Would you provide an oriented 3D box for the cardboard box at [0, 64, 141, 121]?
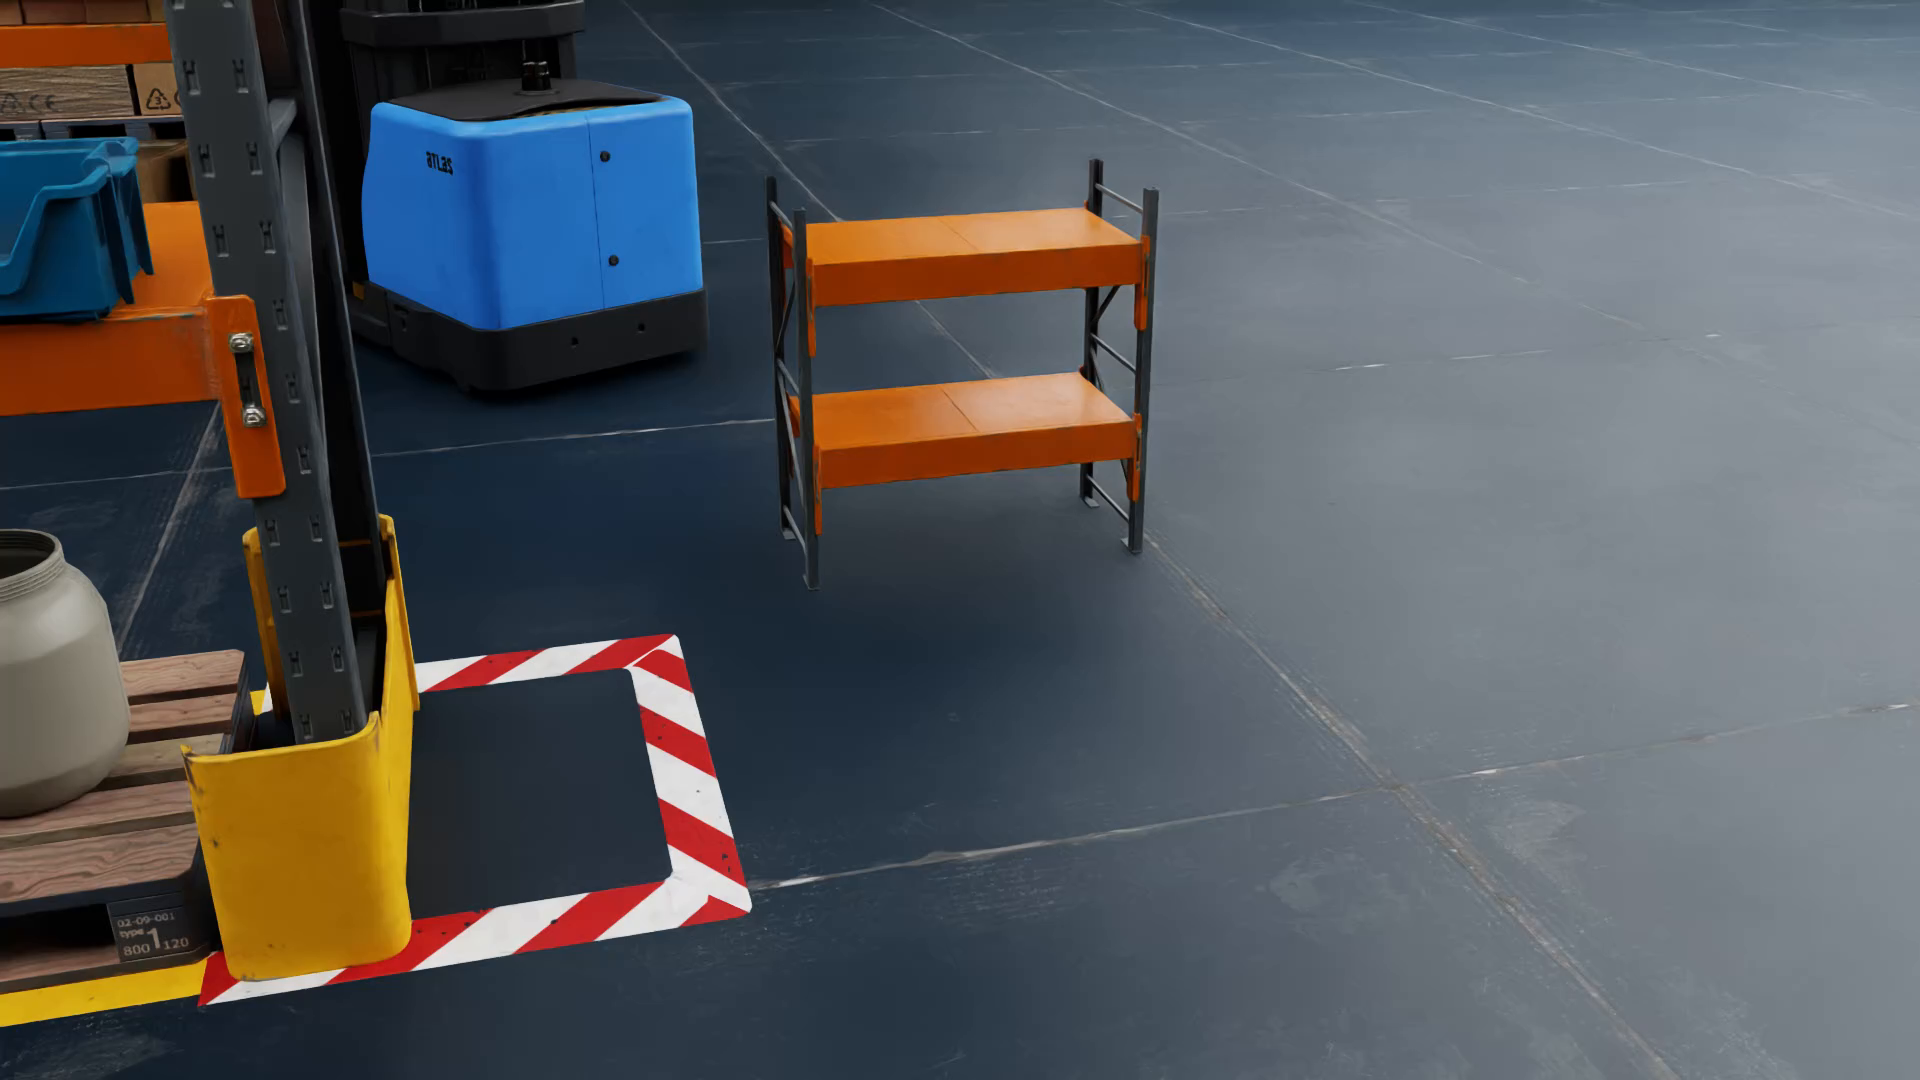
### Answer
[{"bbox_3d":[-6.301,-3.479,11.717,0.875,0.875,0.875,-6,24,-14],"label":"cardboard box"}]

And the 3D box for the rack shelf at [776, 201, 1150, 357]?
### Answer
[{"bbox_3d":[-0.007,-0.785,4.911,1.000,0.278,0.538,-6,24,-14],"label":"rack shelf"}]

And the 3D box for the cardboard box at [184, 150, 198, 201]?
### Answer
[{"bbox_3d":[-3.304,-1.641,7.909,0.500,0.500,0.500,-2,23,-5],"label":"cardboard box"}]

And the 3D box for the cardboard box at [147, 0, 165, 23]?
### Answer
[{"bbox_3d":[-3.385,-2.360,7.266,0.250,0.149,0.380,-6,24,-14],"label":"cardboard box"}]

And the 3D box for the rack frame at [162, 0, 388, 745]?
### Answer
[{"bbox_3d":[-1.360,-0.777,3.256,0.127,3.000,1.000,-6,24,-14],"label":"rack frame"}]

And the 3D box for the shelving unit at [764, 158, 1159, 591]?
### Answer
[{"bbox_3d":[-0.007,-0.516,5.027,1.048,1.125,0.538,-6,24,-14],"label":"shelving unit"}]

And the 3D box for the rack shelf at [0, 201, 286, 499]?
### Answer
[{"bbox_3d":[-3.286,-0.233,2.902,4.000,0.370,1.077,-6,24,-14],"label":"rack shelf"}]

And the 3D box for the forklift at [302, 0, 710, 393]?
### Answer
[{"bbox_3d":[-2.405,-2.419,7.172,1.130,2.935,3.031,-19,30,-37],"label":"forklift"}]

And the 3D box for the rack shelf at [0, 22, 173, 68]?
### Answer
[{"bbox_3d":[-4.624,-2.114,7.284,4.000,0.370,1.077,-6,24,-14],"label":"rack shelf"}]

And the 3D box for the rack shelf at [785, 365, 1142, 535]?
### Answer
[{"bbox_3d":[-0.007,-0.292,5.123,1.000,0.278,0.538,-6,24,-14],"label":"rack shelf"}]

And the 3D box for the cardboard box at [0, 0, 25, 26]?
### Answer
[{"bbox_3d":[-4.116,-2.294,7.110,0.250,0.149,0.380,-6,24,-14],"label":"cardboard box"}]

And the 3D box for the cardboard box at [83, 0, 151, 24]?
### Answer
[{"bbox_3d":[-3.629,-2.340,7.217,0.250,0.149,0.380,-6,24,-14],"label":"cardboard box"}]

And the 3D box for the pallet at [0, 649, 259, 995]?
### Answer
[{"bbox_3d":[-2.204,0.615,3.549,1.213,0.211,1.003,-6,24,-14],"label":"pallet"}]

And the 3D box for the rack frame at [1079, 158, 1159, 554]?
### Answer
[{"bbox_3d":[0.483,-0.570,5.153,0.032,1.125,0.500,-6,24,-14],"label":"rack frame"}]

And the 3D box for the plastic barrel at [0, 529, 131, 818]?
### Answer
[{"bbox_3d":[-1.973,0.273,3.433,0.421,0.512,0.421,0,23,0],"label":"plastic barrel"}]

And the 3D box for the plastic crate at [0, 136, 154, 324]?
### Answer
[{"bbox_3d":[-1.761,-0.542,2.897,0.616,0.251,0.499,-6,24,-14],"label":"plastic crate"}]

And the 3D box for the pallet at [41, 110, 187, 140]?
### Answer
[{"bbox_3d":[-5.862,-3.026,12.035,1.213,0.211,1.003,-6,24,-14],"label":"pallet"}]

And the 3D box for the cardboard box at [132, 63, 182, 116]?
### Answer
[{"bbox_3d":[-5.422,-3.576,11.942,0.875,0.875,0.875,-7,24,-15],"label":"cardboard box"}]

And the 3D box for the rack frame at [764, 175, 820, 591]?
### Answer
[{"bbox_3d":[-0.496,-0.462,4.900,0.032,1.125,0.500,-6,24,-14],"label":"rack frame"}]

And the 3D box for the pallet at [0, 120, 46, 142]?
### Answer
[{"bbox_3d":[-7.039,-2.895,11.729,1.213,0.211,1.003,-6,24,-14],"label":"pallet"}]

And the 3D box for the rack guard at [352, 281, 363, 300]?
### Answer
[{"bbox_3d":[-2.771,-1.500,8.113,0.348,0.500,1.175,-6,24,-14],"label":"rack guard"}]

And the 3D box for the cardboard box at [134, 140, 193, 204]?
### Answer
[{"bbox_3d":[-3.870,-1.565,7.730,0.500,0.500,0.500,0,23,0],"label":"cardboard box"}]

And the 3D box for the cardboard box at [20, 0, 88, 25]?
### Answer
[{"bbox_3d":[-3.881,-2.329,7.192,0.250,0.149,0.380,-6,24,-14],"label":"cardboard box"}]

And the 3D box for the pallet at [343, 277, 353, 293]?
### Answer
[{"bbox_3d":[-3.563,-1.295,7.999,1.213,0.211,1.003,-6,24,-14],"label":"pallet"}]

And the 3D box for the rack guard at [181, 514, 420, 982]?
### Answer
[{"bbox_3d":[-1.421,0.398,3.689,0.348,0.500,1.175,-6,24,-14],"label":"rack guard"}]
